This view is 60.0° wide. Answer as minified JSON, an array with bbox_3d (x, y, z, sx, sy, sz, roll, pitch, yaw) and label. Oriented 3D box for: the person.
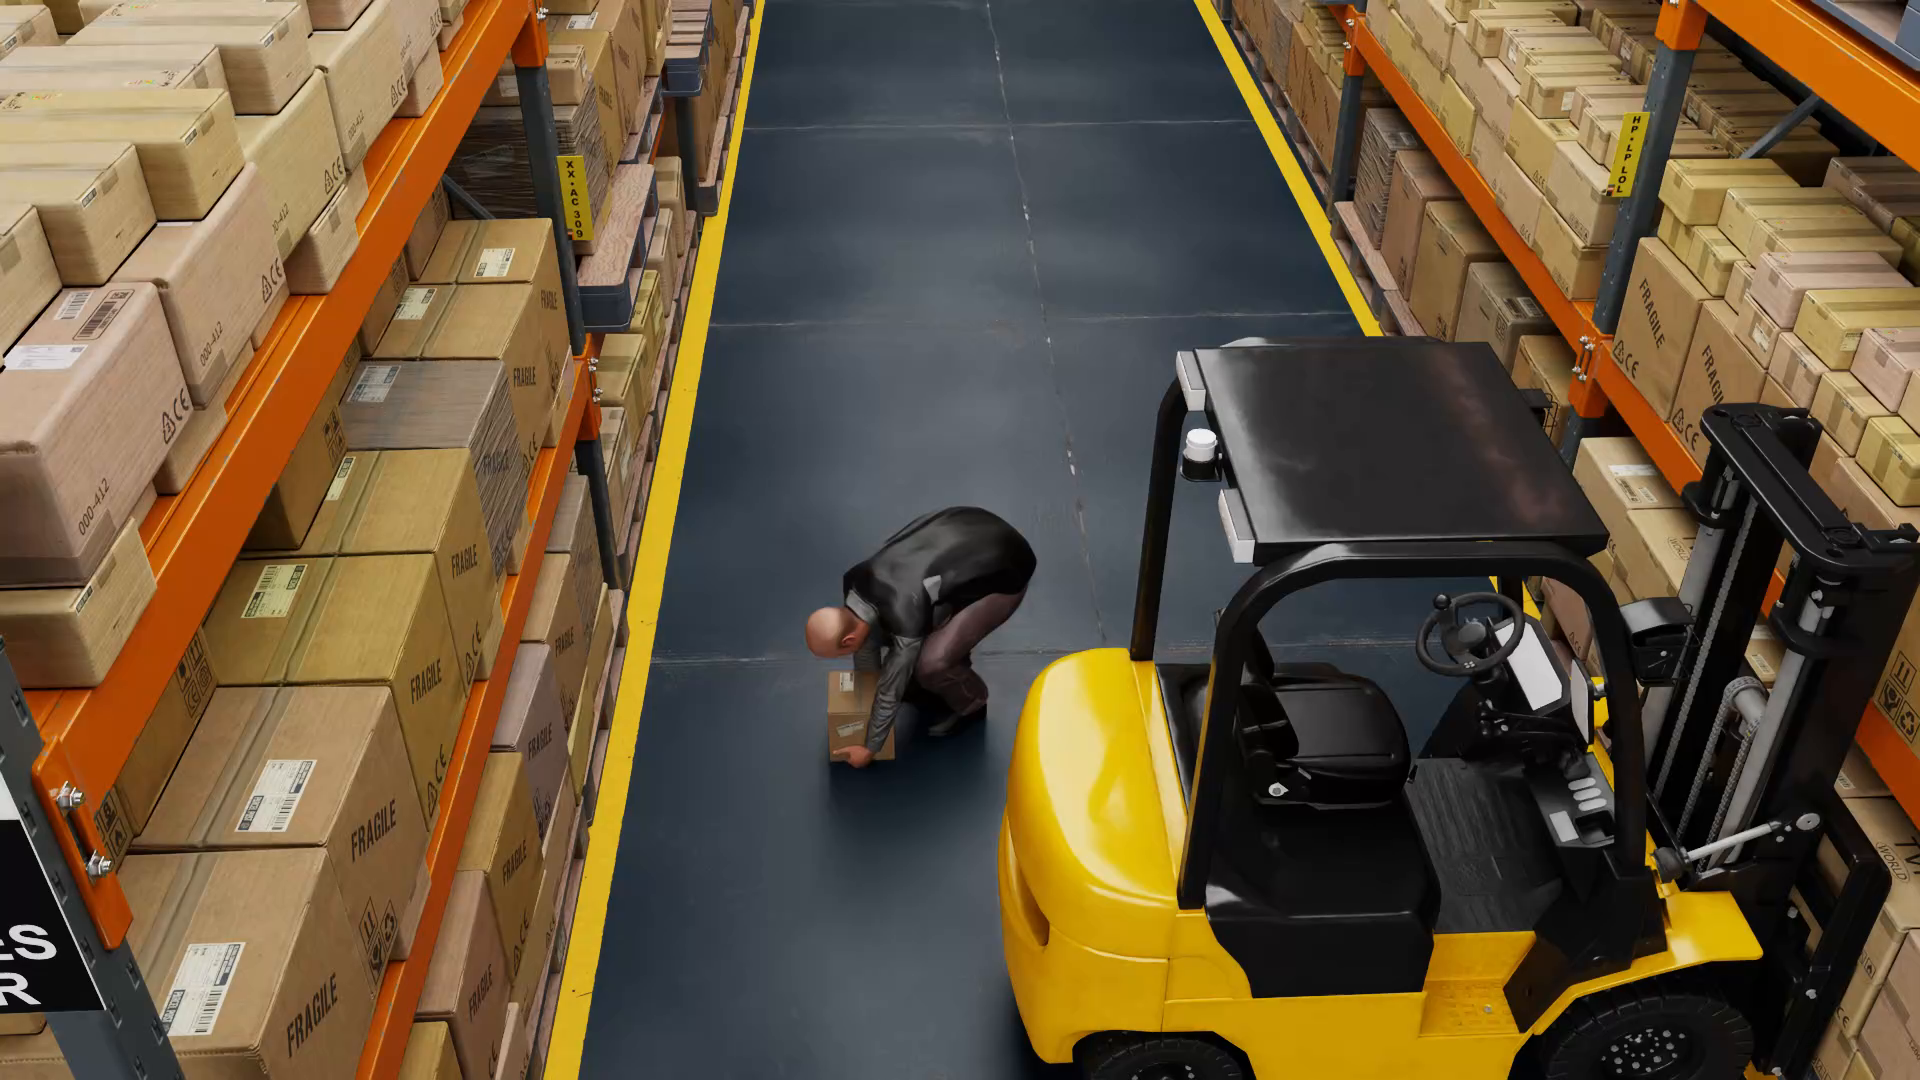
[{"bbox_3d":[-0.165,0.355,6.417,0.951,0.885,0.506,-21,40,-27],"label":"person"}]
